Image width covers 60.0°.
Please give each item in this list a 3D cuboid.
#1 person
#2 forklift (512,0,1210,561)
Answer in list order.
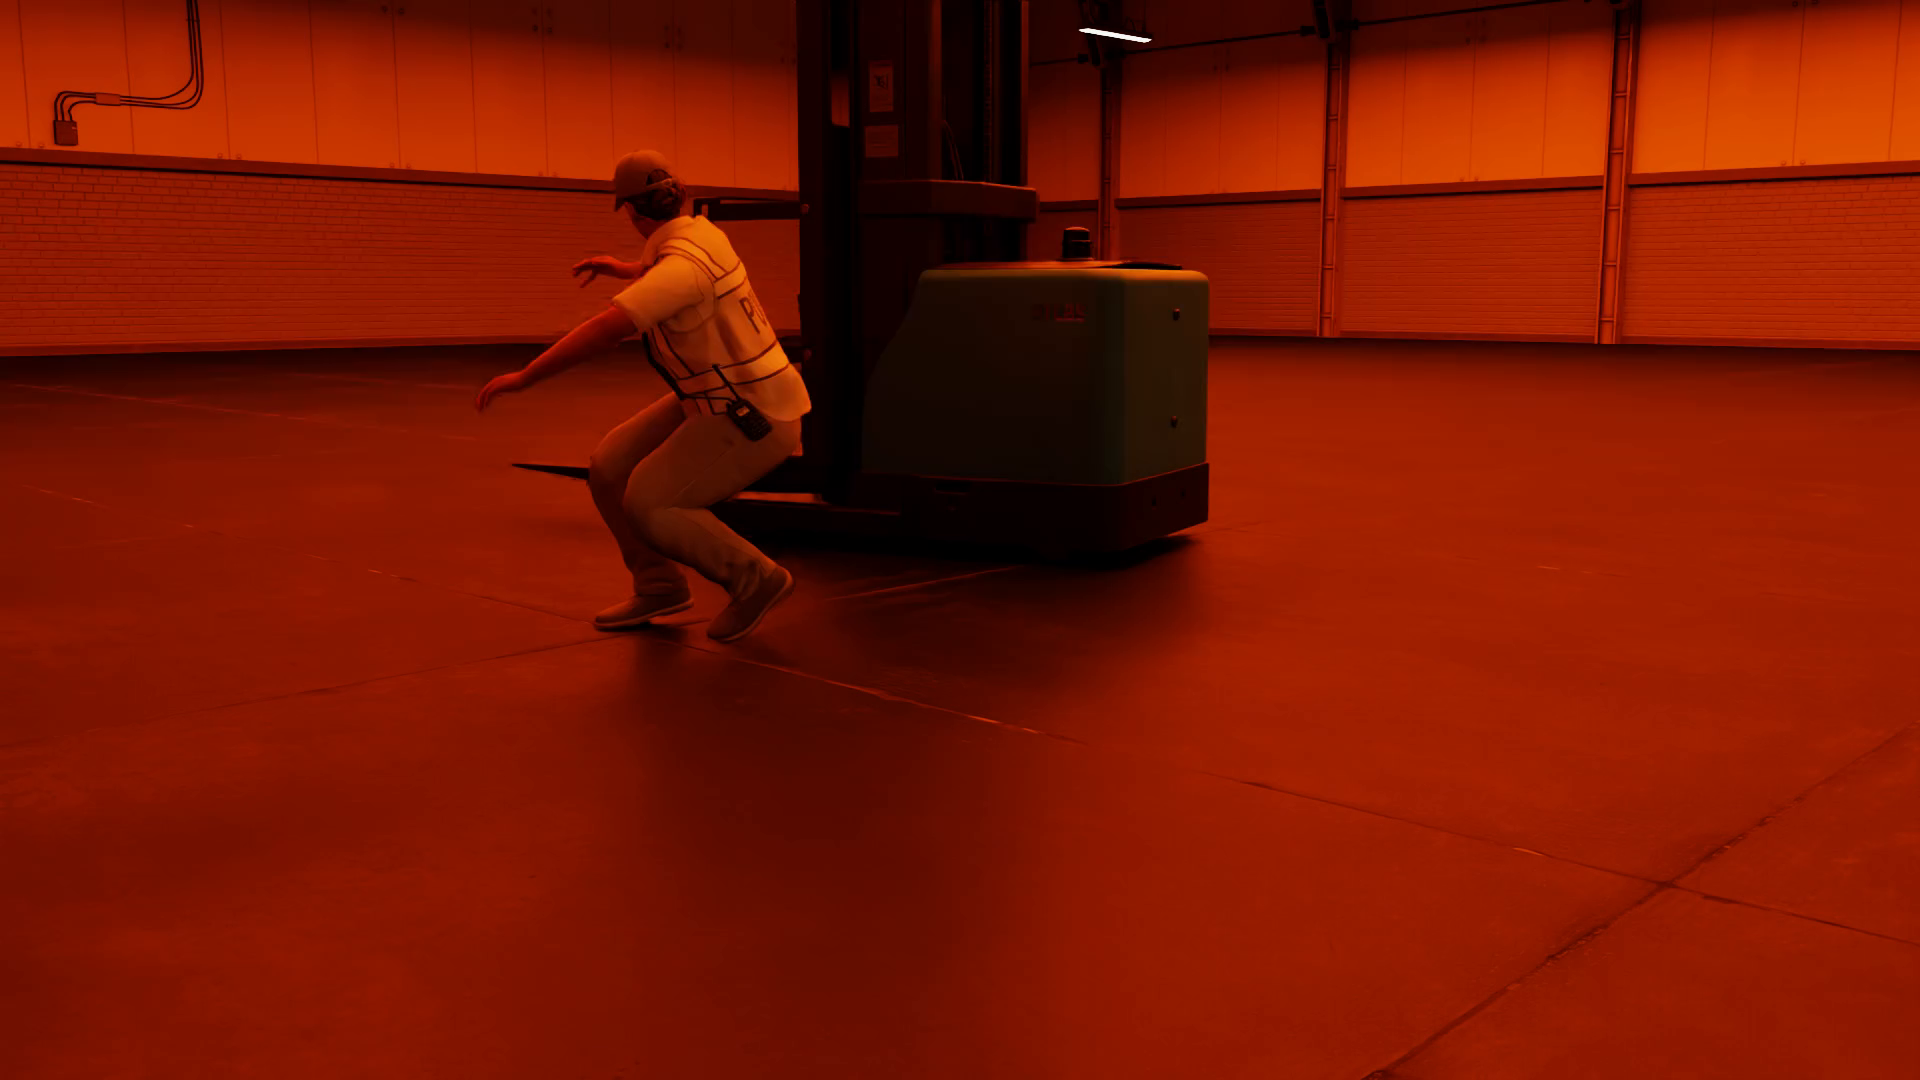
[{"bbox_3d":[-0.910,-0.401,4.763,0.950,1.398,0.730,-3,9,-18],"label":"person"},{"bbox_3d":[-0.531,-1.506,6.874,3.031,2.935,1.130,5,10,28],"label":"forklift"}]
